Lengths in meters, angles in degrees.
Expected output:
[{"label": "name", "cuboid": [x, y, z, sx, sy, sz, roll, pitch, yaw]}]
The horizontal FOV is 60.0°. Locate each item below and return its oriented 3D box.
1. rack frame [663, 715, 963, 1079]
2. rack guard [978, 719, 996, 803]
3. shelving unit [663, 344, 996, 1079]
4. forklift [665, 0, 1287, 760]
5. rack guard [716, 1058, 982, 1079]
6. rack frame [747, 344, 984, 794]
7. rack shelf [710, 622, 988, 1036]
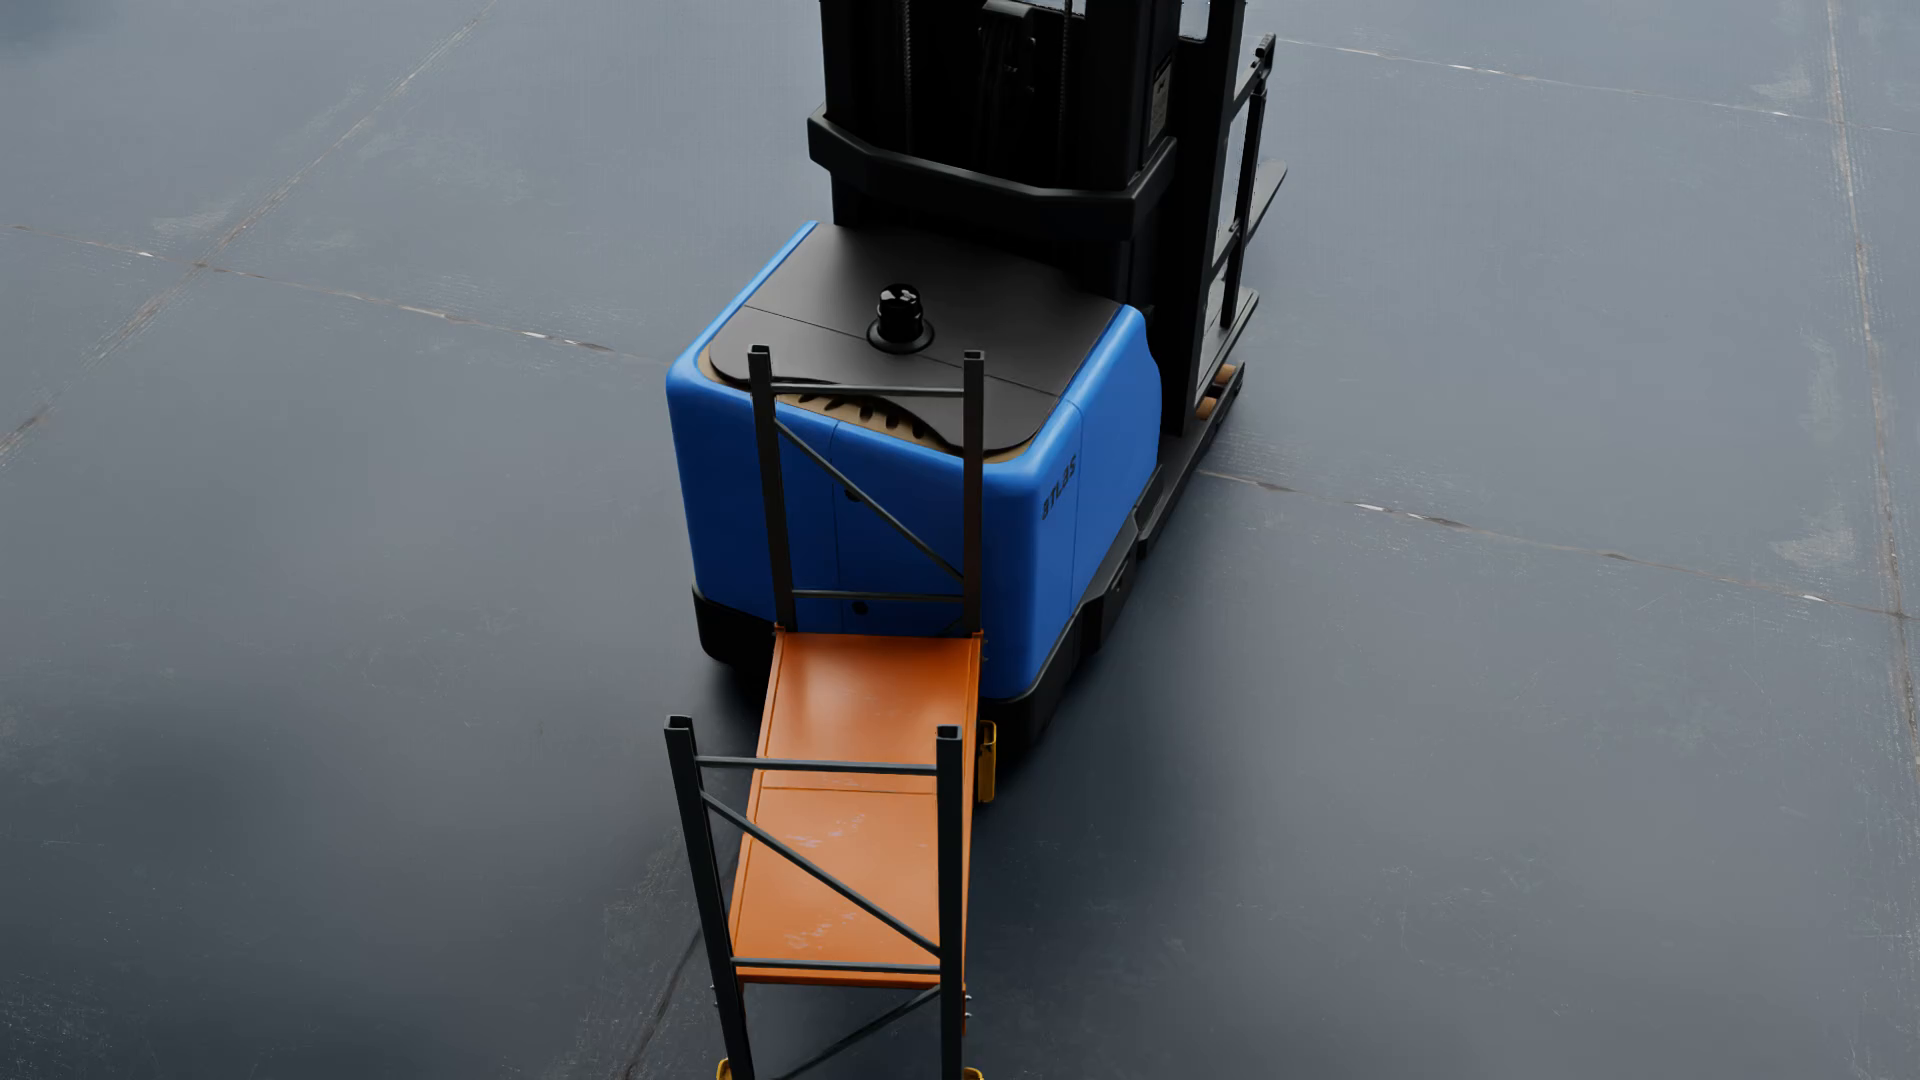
[{"label": "rack frame", "cuboid": [-0.246, 0.850, 3.309, 0.500, 1.500, 0.032, 2, 44, 2]}, {"label": "rack guard", "cuboid": [-0.199, 0.587, 4.471, 0.587, 0.250, 0.087, 2, 44, 2]}, {"label": "shelving unit", "cuboid": [-0.222, 0.488, 3.679, 0.587, 1.500, 1.083, 2, 44, 2]}, {"label": "forklift", "cuboid": [0.320, -1.486, 4.672, 1.130, 2.935, 3.031, 18, 47, 17]}, {"label": "rack guard", "cuboid": [-0.245, 1.283, 3.760, 0.587, 0.250, 0.087, 2, 44, 2]}, {"label": "rack frame", "cuboid": [-0.199, 0.139, 4.035, 0.500, 1.500, 0.032, 2, 44, 2]}, {"label": "rack shelf", "cuboid": [-0.223, 0.623, 3.798, 0.538, 0.185, 1.000, 2, 44, 2]}]
